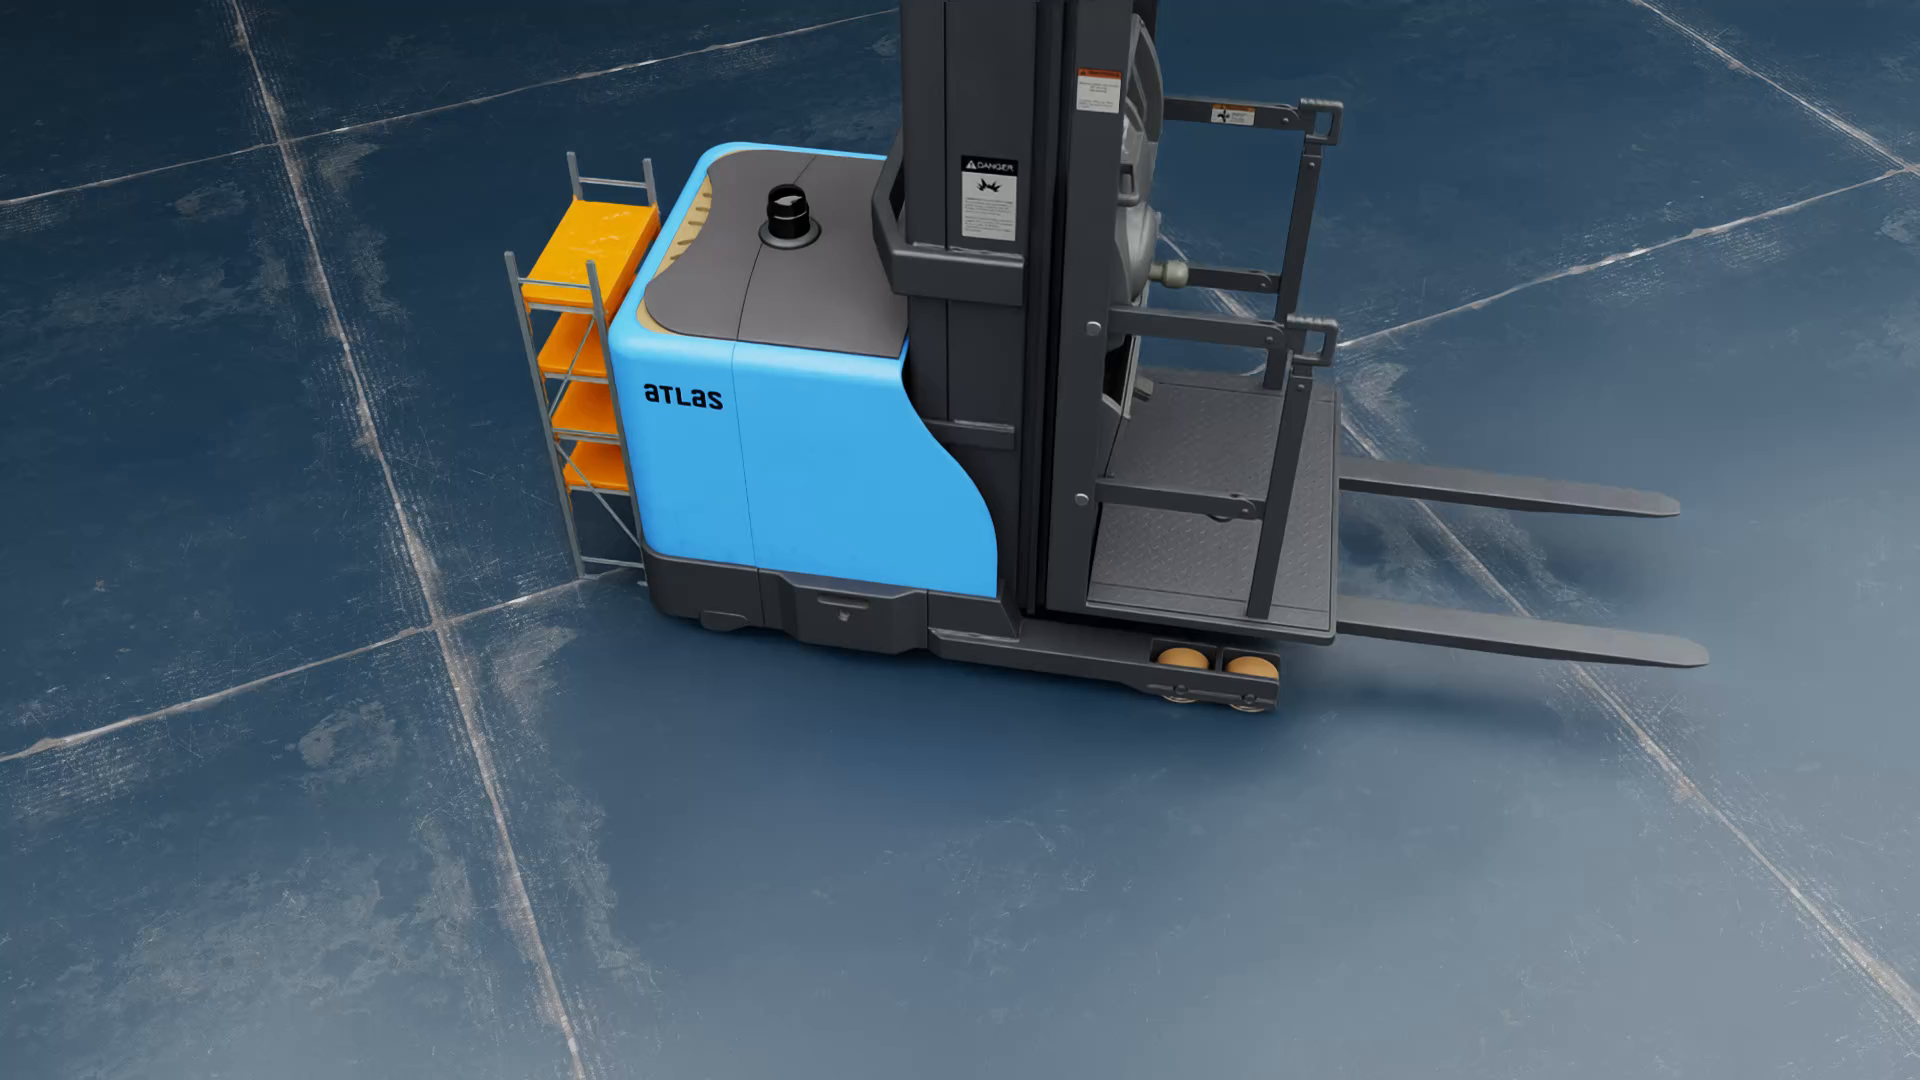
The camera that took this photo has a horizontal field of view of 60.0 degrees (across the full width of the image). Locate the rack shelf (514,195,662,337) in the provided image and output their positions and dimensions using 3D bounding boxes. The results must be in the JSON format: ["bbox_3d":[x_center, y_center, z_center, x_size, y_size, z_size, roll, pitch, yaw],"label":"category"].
[{"bbox_3d":[-1.017,-0.749,4.595,0.258,0.148,0.480,7,45,7],"label":"rack shelf"}]

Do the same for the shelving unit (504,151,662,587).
[{"bbox_3d":[-1.017,-0.469,4.871,0.258,1.200,0.503,7,45,7],"label":"shelving unit"}]

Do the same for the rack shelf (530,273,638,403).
[{"bbox_3d":[-1.017,-0.581,4.762,0.258,0.148,0.480,7,45,7],"label":"rack shelf"}]

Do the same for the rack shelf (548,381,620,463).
[{"bbox_3d":[-1.017,-0.421,4.919,0.258,0.148,0.480,7,45,7],"label":"rack shelf"}]

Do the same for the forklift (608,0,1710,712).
[{"bbox_3d":[0.636,-0.958,4.134,3.031,2.935,1.130,7,45,7],"label":"forklift"}]

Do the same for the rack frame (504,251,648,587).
[{"bbox_3d":[-1.057,-0.300,4.700,0.240,1.200,0.015,7,45,7],"label":"rack frame"}]

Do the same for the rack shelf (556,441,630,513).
[{"bbox_3d":[-1.017,-0.280,5.058,0.258,0.148,0.480,7,45,7],"label":"rack shelf"}]

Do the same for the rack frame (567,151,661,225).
[{"bbox_3d":[-0.976,-0.638,5.043,0.240,1.200,0.015,7,45,7],"label":"rack frame"}]
